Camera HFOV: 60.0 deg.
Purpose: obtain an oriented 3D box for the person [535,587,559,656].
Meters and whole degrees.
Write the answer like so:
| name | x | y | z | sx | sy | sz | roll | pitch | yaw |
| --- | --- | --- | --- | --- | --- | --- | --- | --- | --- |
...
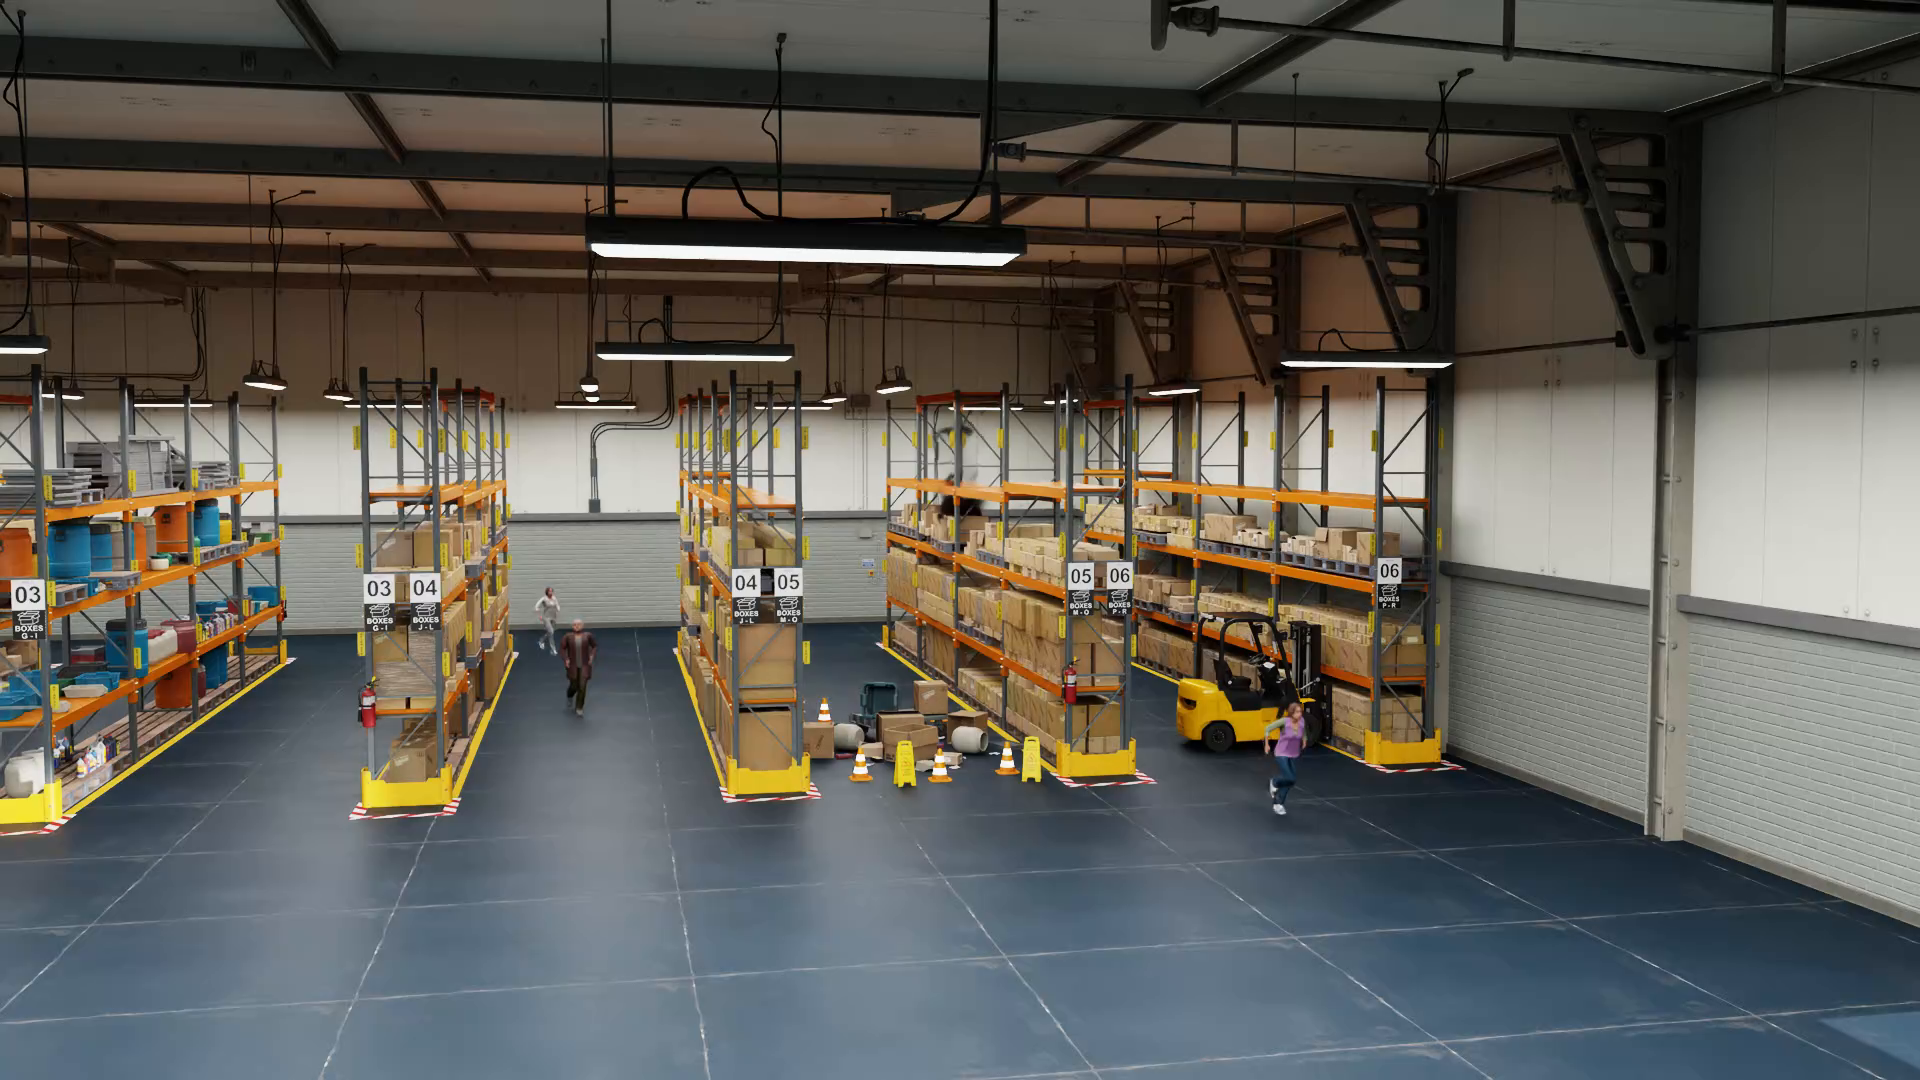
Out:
| name | x | y | z | sx | sy | sz | roll | pitch | yaw |
| --- | --- | --- | --- | --- | --- | --- | --- | --- | --- |
| person | -9.676 | 1.894 | 39.094 | 0.795 | 1.606 | 0.571 | 3 | 5 | 42 |

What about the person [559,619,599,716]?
| name | x | y | z | sx | sy | sz | roll | pitch | yaw |
| --- | --- | --- | --- | --- | --- | --- | --- | --- | --- |
| person | -7.001 | 2.320 | 30.569 | 0.710 | 1.756 | 0.709 | -1 | 4 | -15 |

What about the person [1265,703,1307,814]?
| name | x | y | z | sx | sy | sz | roll | pitch | yaw |
| --- | --- | --- | --- | --- | --- | --- | --- | --- | --- |
| person | 4.401 | 2.925 | 22.317 | 0.527 | 1.529 | 0.661 | -2 | 4 | -25 |
